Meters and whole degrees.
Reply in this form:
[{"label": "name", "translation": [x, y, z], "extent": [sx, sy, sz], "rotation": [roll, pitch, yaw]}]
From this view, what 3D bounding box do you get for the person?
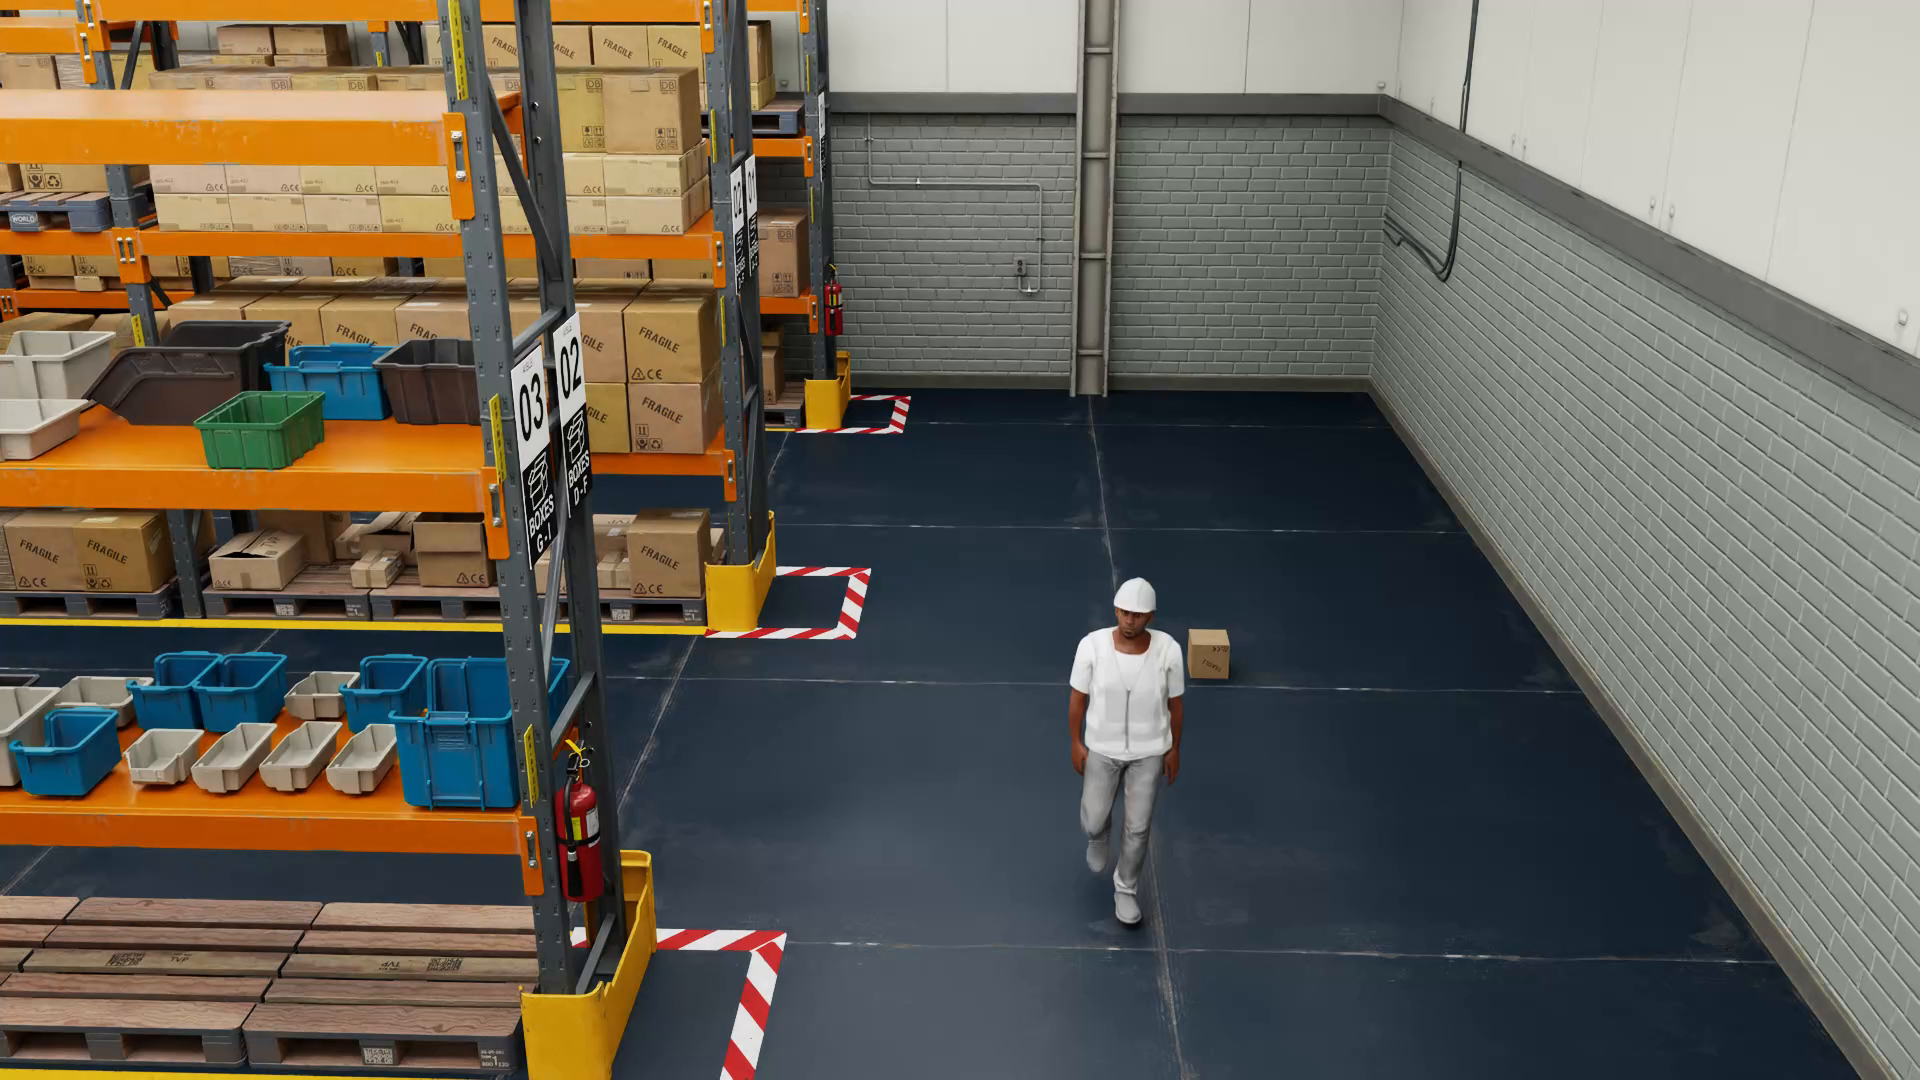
[{"label": "person", "translation": [0.822, 1.016, 8.296], "extent": [0.569, 1.754, 0.606], "rotation": [2, 21, 6]}]
